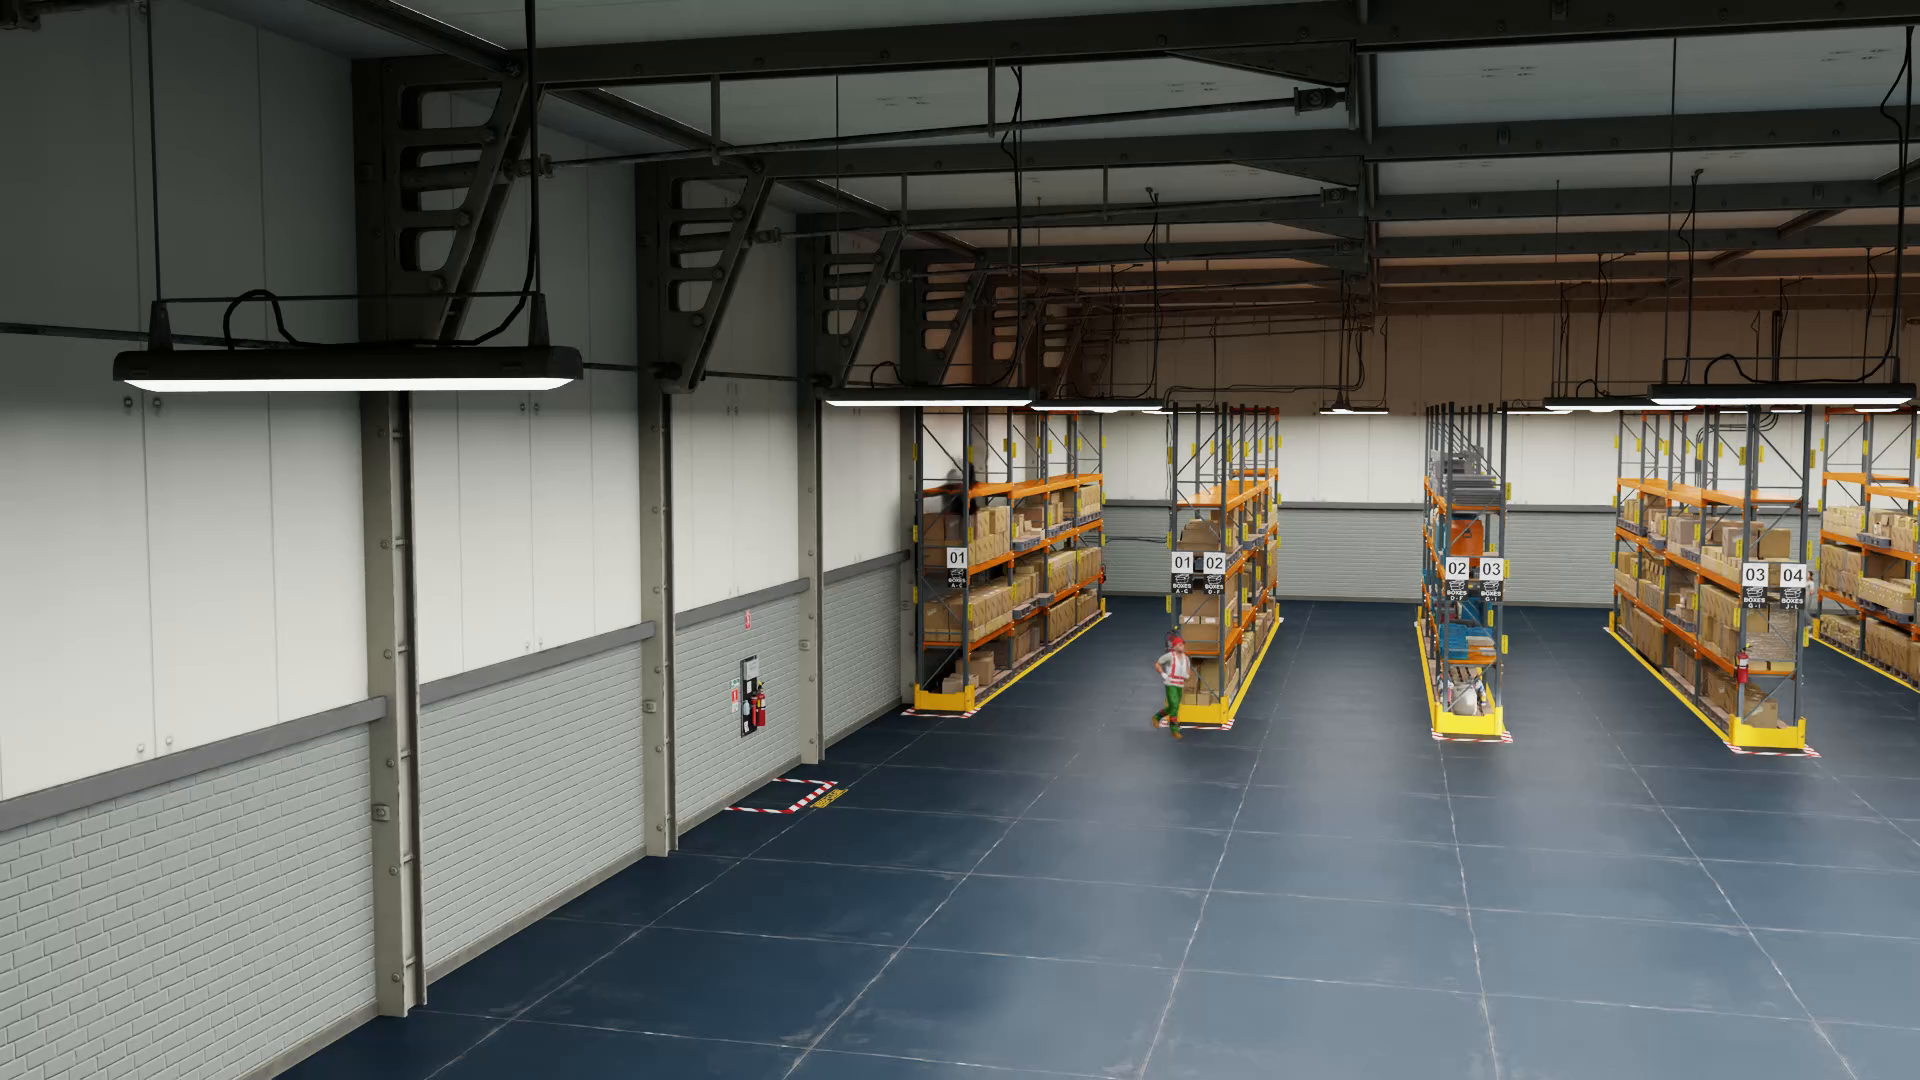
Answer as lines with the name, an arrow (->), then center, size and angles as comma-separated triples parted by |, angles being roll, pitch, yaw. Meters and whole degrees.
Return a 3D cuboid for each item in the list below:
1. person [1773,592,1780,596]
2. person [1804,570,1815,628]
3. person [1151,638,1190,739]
person -> 21.719, 1.721, 44.044 | 0.608, 1.530, 0.598 | -1, 4, -14
person -> 22.496, 1.637, 44.187 | 0.835, 1.679, 0.577 | -1, 4, -18
person -> 3.865, 2.642, 30.014 | 0.697, 1.773, 0.894 | -3, 5, -32
